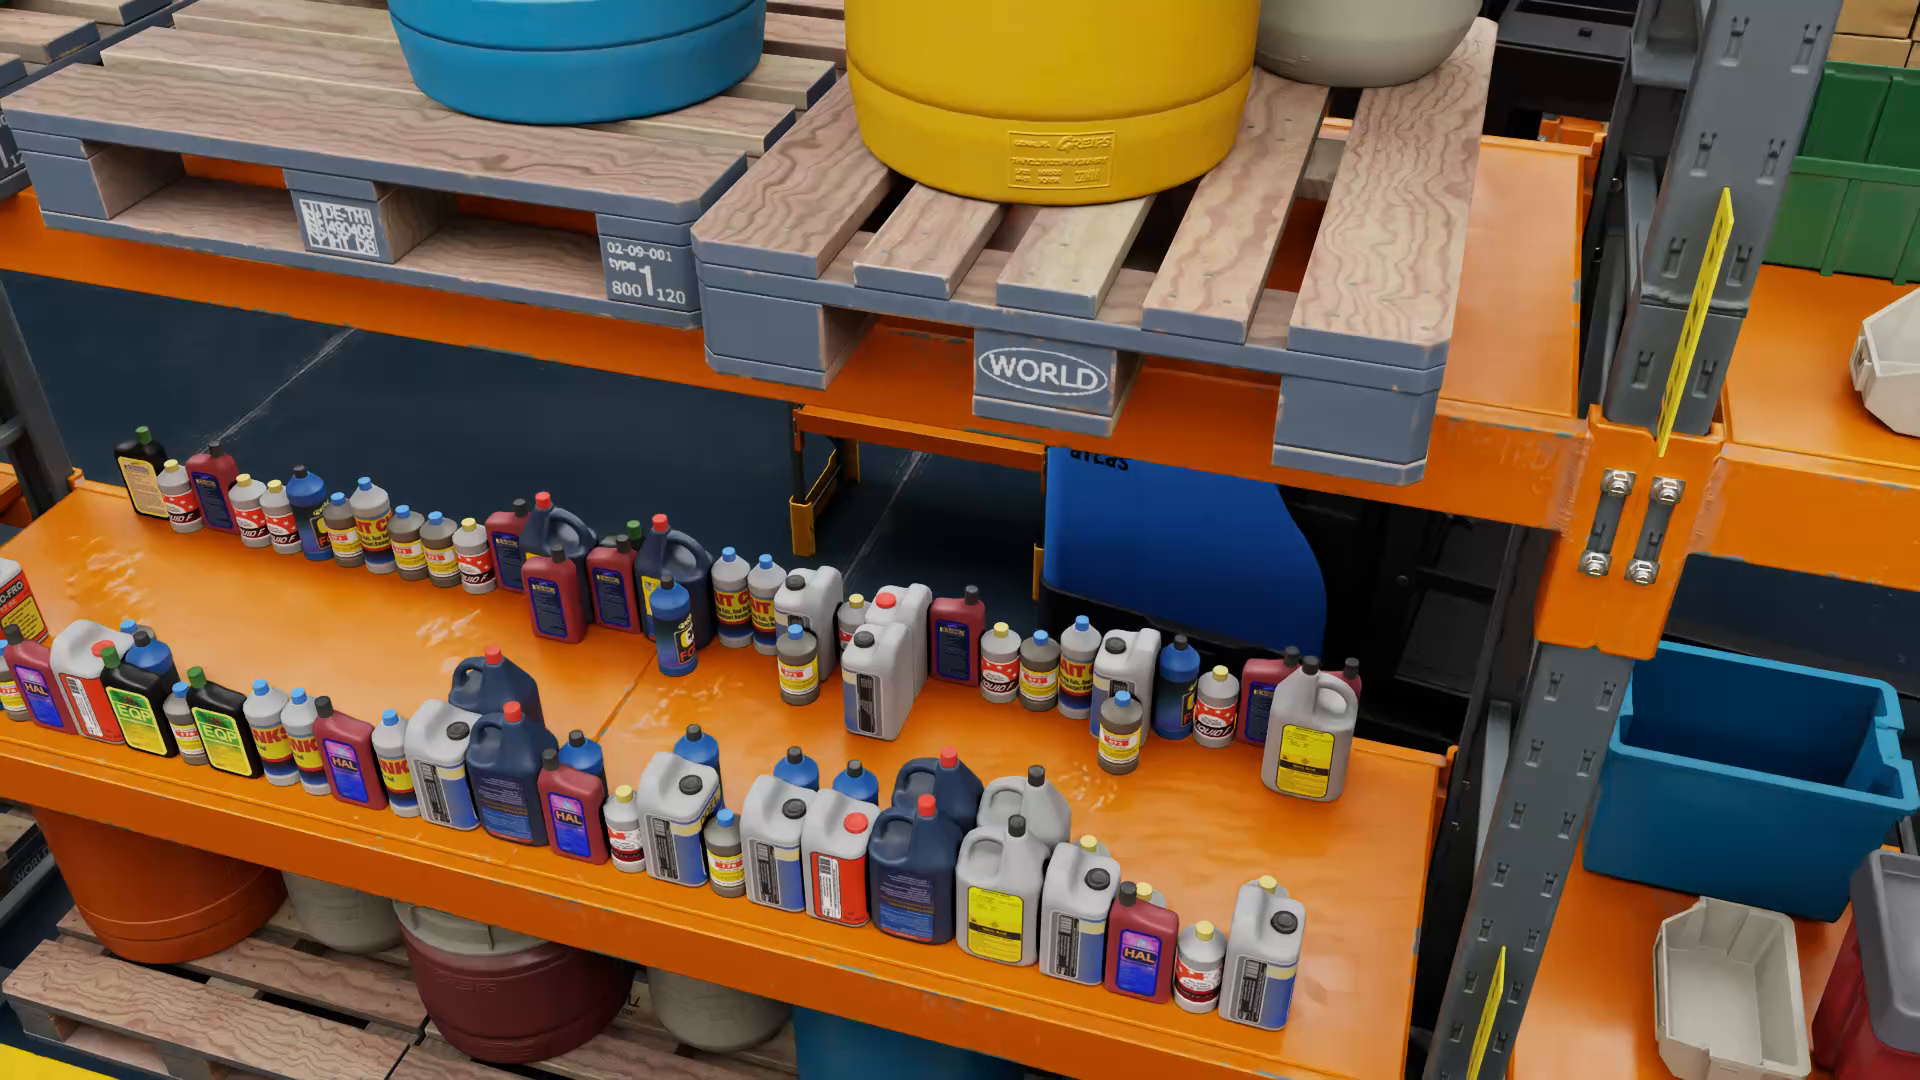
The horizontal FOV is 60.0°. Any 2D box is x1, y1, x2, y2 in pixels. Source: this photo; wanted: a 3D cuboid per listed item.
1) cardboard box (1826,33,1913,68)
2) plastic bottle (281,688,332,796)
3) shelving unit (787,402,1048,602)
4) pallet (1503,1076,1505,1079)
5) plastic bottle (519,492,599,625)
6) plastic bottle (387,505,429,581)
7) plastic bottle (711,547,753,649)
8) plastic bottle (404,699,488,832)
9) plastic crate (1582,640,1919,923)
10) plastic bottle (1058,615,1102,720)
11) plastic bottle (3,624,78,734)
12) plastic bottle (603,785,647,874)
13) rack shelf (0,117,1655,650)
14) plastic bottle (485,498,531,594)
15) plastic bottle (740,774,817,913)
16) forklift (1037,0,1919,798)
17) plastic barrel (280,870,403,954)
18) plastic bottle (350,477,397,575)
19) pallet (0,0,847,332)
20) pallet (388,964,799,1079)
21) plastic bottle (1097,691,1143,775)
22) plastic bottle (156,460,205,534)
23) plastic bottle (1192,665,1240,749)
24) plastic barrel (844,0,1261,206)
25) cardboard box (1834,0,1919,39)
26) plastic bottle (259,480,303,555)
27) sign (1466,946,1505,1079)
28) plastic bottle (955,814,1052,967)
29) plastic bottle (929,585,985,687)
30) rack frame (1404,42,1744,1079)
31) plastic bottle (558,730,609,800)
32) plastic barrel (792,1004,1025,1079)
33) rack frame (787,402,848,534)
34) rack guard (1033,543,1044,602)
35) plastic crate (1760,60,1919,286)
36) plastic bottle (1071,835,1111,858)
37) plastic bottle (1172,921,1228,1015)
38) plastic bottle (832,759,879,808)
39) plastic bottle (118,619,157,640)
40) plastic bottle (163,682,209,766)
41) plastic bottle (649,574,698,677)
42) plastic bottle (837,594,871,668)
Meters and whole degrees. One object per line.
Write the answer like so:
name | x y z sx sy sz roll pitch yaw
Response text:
cardboard box | 3.439 -1.870 6.676 0.500 0.500 0.500 11 38 15
plastic bottle | -1.453 0.443 3.727 0.097 0.271 0.097 0 36 0
shelving unit | -0.073 -0.618 6.324 1.083 1.500 0.587 10 38 14
pallet | 1.777 1.870 4.031 1.213 0.211 1.003 10 38 14
plastic bottle | -1.011 0.036 4.212 0.185 0.351 0.144 10 38 14
plastic bottle | -1.452 0.000 4.387 0.097 0.201 0.097 0 36 0
plastic bottle | -0.565 0.136 4.144 0.097 0.271 0.097 0 36 0
plastic bottle | -1.114 0.487 3.663 0.135 0.276 0.152 10 38 14
plastic crate | 1.611 0.511 3.488 0.575 0.384 0.392 10 38 14
plastic bottle | 0.283 0.293 3.930 0.097 0.271 0.097 0 36 0
plastic bottle | -2.138 0.322 3.880 0.133 0.283 0.061 10 38 14
plastic bottle | -0.708 0.609 3.560 0.097 0.201 0.097 0 36 0
rack shelf | -0.846 -0.633 3.155 4.000 0.370 1.077 10 38 14
plastic bottle | -1.150 0.011 4.303 0.133 0.283 0.061 10 38 14
plastic bottle | -0.368 0.625 3.475 0.135 0.276 0.152 10 38 14
forklift | 1.849 -0.678 5.199 3.031 2.935 1.130 15 39 20
plastic barrel | -1.717 0.891 4.753 0.421 0.512 0.421 0 36 0
plastic bottle | -1.545 -0.046 4.390 0.097 0.271 0.097 0 36 0
pallet | -0.797 -0.775 2.901 1.213 0.211 1.003 10 38 14
pallet | -0.829 1.388 4.686 1.213 0.211 1.003 10 38 14
plastic bottle | 0.366 0.431 3.802 0.097 0.201 0.097 0 36 0
plastic bottle | -2.137 -0.127 4.560 0.097 0.201 0.097 0 36 0
plastic bottle | 0.598 0.379 3.872 0.097 0.201 0.097 0 36 0
plastic barrel | 0.132 -0.860 2.345 0.600 0.588 0.600 0 36 0
cardboard box | 3.402 -2.272 6.379 0.500 0.500 0.500 9 37 12
plastic bottle | -1.823 -0.069 4.481 0.097 0.201 0.097 0 36 0
sign | 0.898 0.839 2.847 0.005 0.325 0.100 10 38 14
plastic bottle | 0.088 0.682 3.335 0.185 0.351 0.144 10 38 14
plastic bottle | -0.007 0.223 4.015 0.133 0.283 0.061 10 38 14
rack frame | 1.063 0.639 3.351 0.127 3.000 1.000 10 38 14
plastic bottle | -0.817 0.523 3.618 0.097 0.271 0.097 0 36 0
plastic barrel | -0.127 1.084 4.162 0.708 0.901 0.600 10 38 14
rack frame | -0.567 -0.709 6.448 0.032 1.500 0.500 10 38 14
rack guard | 0.403 -0.026 6.575 0.087 0.250 0.587 10 38 14
plastic crate | 1.558 -0.580 2.655 0.662 0.188 0.450 10 38 14
plastic bottle | 0.262 0.694 3.444 0.097 0.201 0.097 0 36 0
plastic bottle | 0.472 0.827 3.263 0.097 0.201 0.097 0 36 0
plastic bottle | -0.220 0.577 3.545 0.097 0.271 0.097 0 36 0
plastic bottle | -1.977 0.279 4.007 0.097 0.201 0.097 0 36 0
plastic bottle | -1.767 0.413 3.826 0.097 0.201 0.097 0 36 0
plastic bottle | -0.701 0.200 4.056 0.097 0.271 0.097 0 36 0
plastic bottle | -0.251 0.222 4.085 0.097 0.201 0.097 0 36 0
